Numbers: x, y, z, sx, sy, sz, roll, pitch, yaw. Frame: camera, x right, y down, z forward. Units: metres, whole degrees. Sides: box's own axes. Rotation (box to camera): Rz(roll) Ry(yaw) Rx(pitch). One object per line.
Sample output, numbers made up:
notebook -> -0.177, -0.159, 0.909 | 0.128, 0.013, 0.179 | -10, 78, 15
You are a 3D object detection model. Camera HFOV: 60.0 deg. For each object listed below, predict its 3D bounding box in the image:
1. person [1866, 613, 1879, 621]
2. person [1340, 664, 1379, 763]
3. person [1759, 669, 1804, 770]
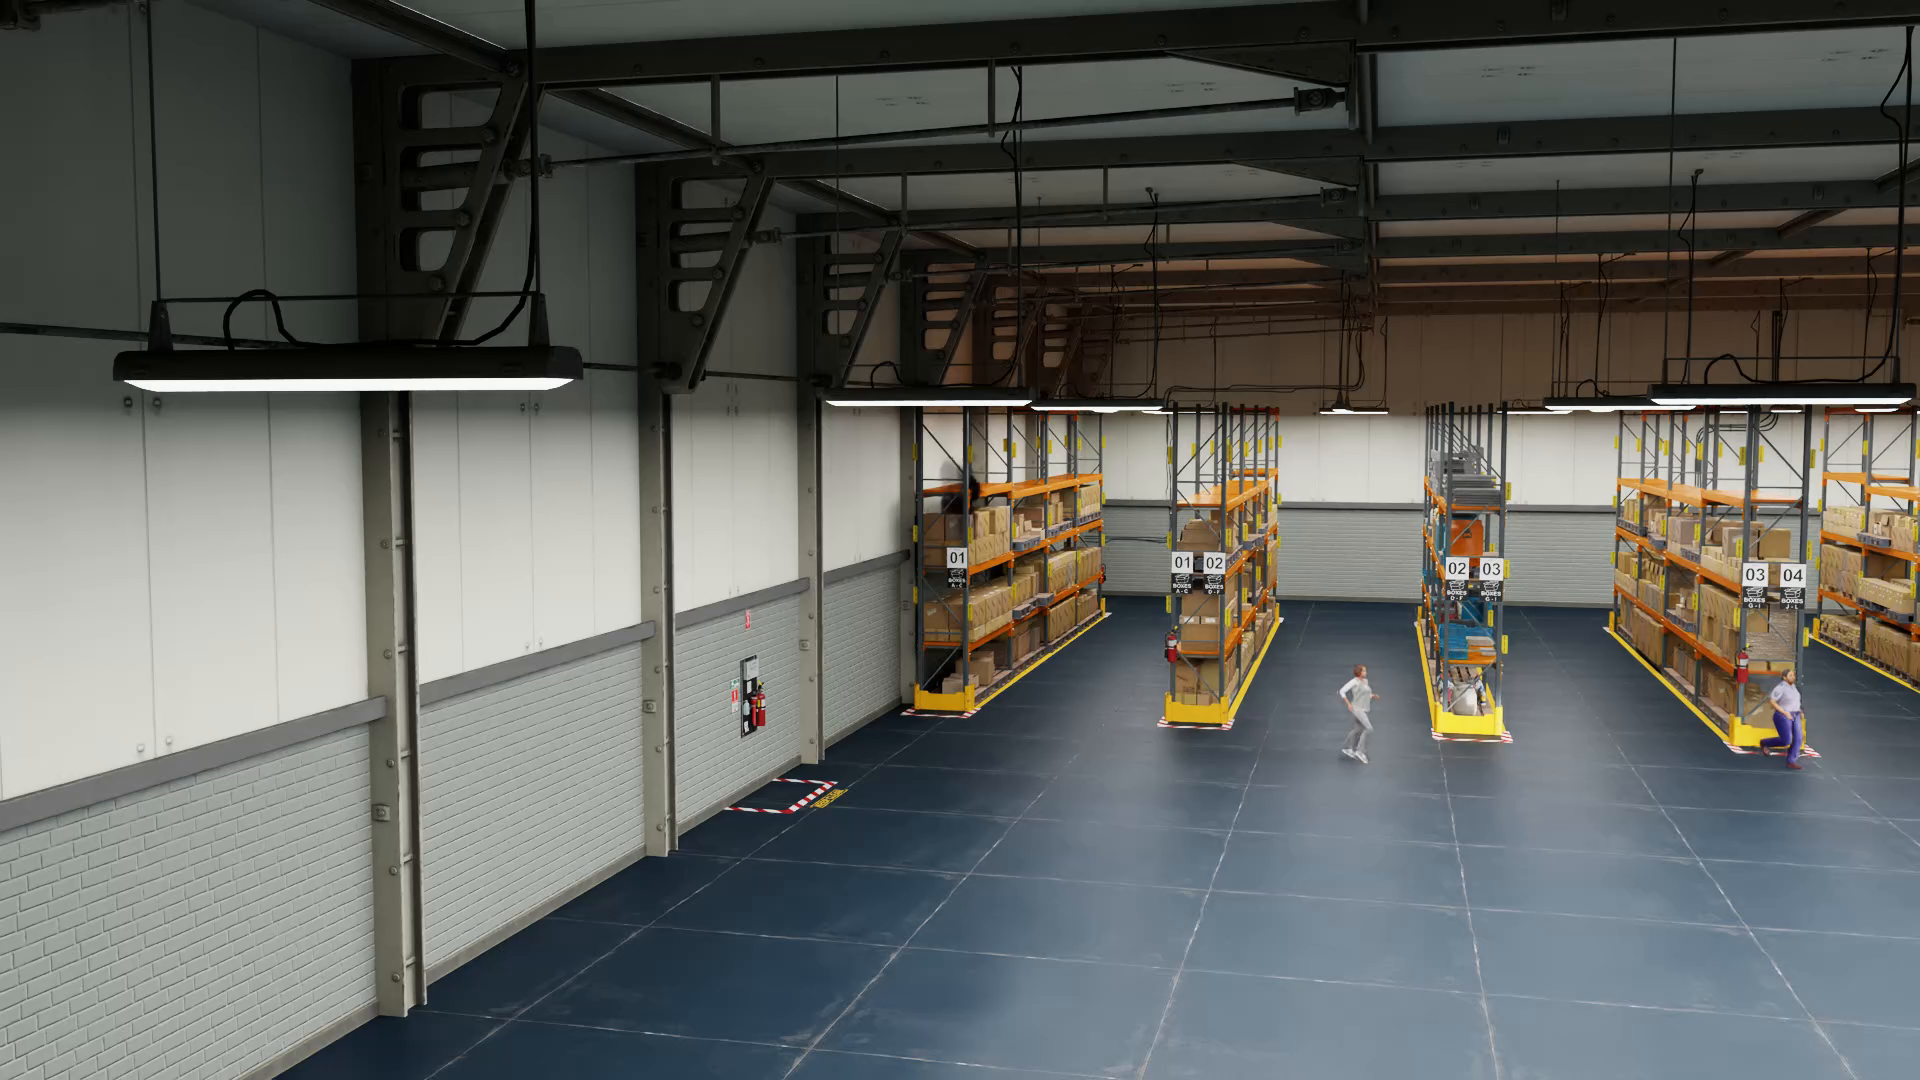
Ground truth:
person -> 24.051, 1.610, 43.895 | 0.661, 1.783, 0.676 | 0, 4, 5
person -> 6.656, 2.877, 27.681 | 0.693, 1.623, 0.509 | 4, 5, 40
person -> 13.517, 2.959, 27.259 | 0.615, 1.537, 0.716 | -2, 5, -28
